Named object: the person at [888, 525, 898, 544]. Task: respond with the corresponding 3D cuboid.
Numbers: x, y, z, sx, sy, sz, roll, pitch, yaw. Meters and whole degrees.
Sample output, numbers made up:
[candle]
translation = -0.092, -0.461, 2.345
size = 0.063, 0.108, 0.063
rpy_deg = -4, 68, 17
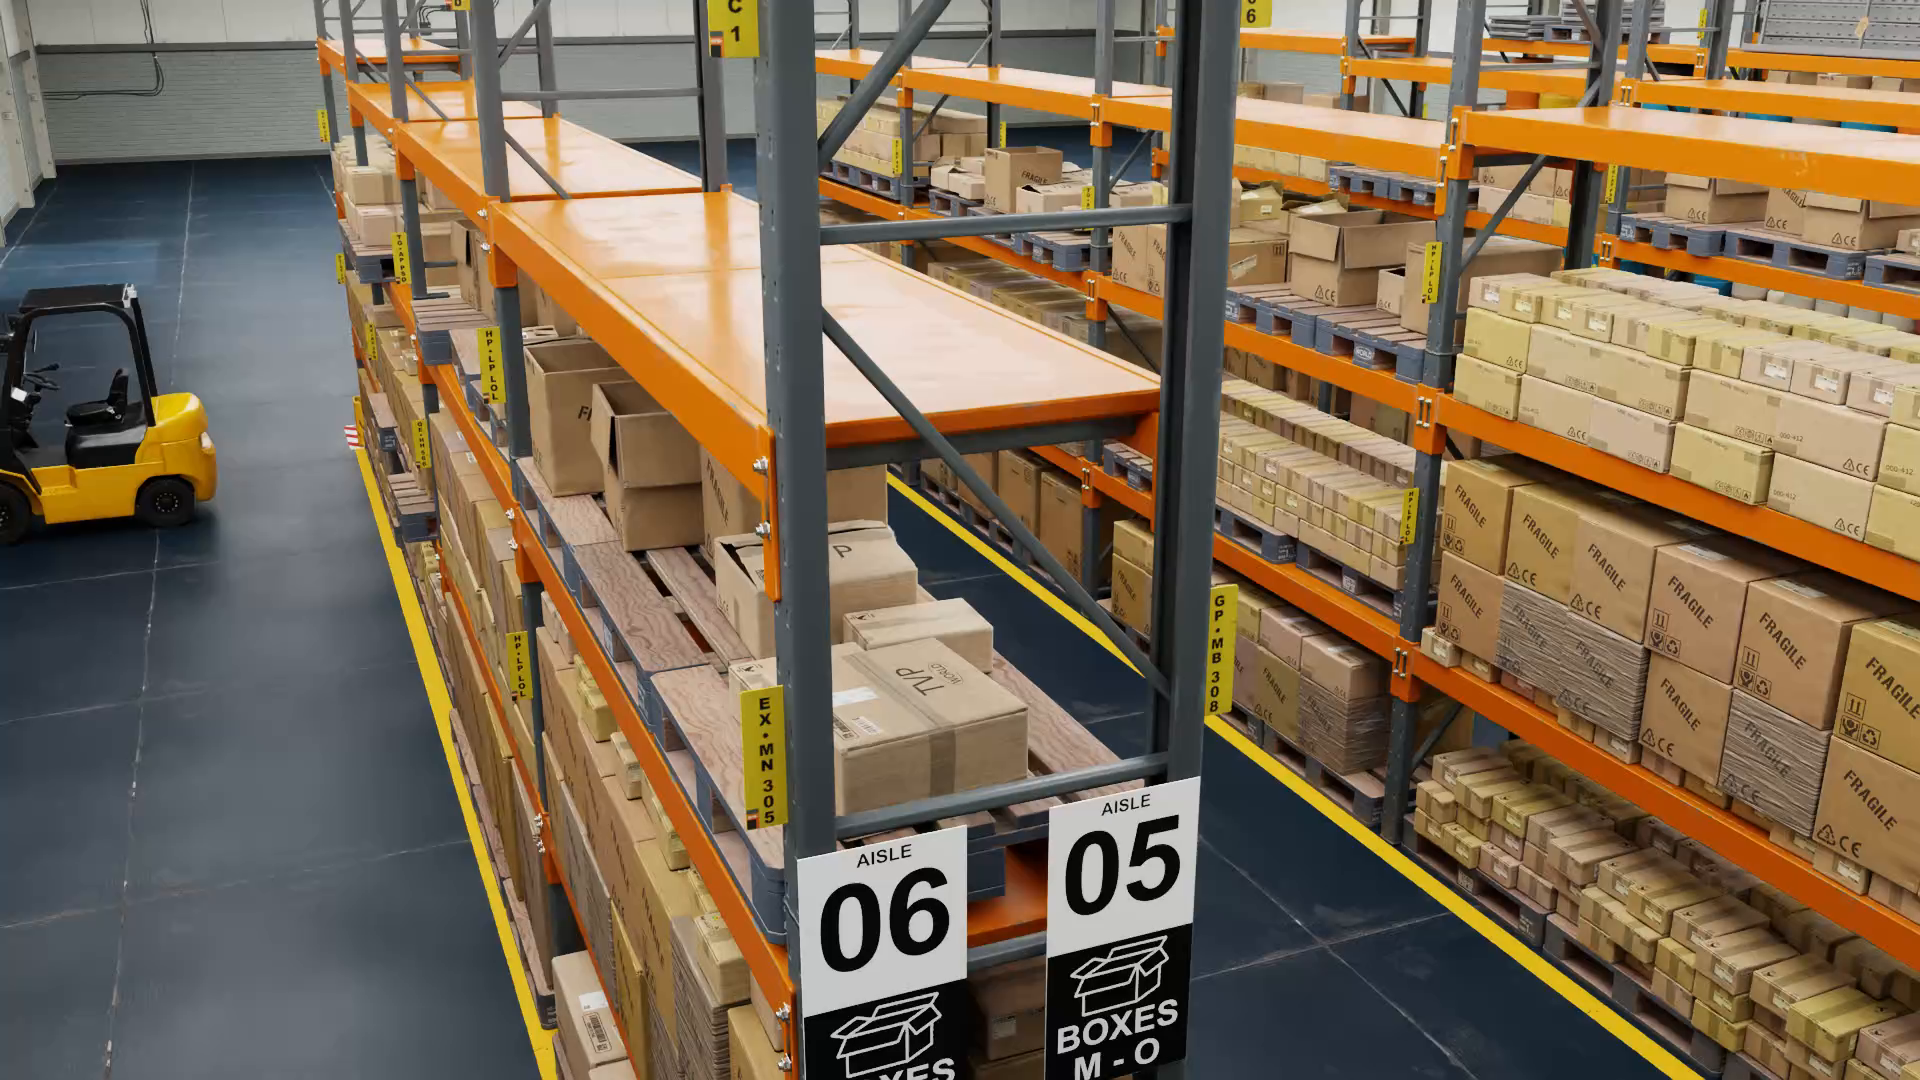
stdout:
[person]
translation = -0.630, 0.470, 11.401
size = 0.505, 1.679, 0.454
rpy_deg = -6, 20, -16
